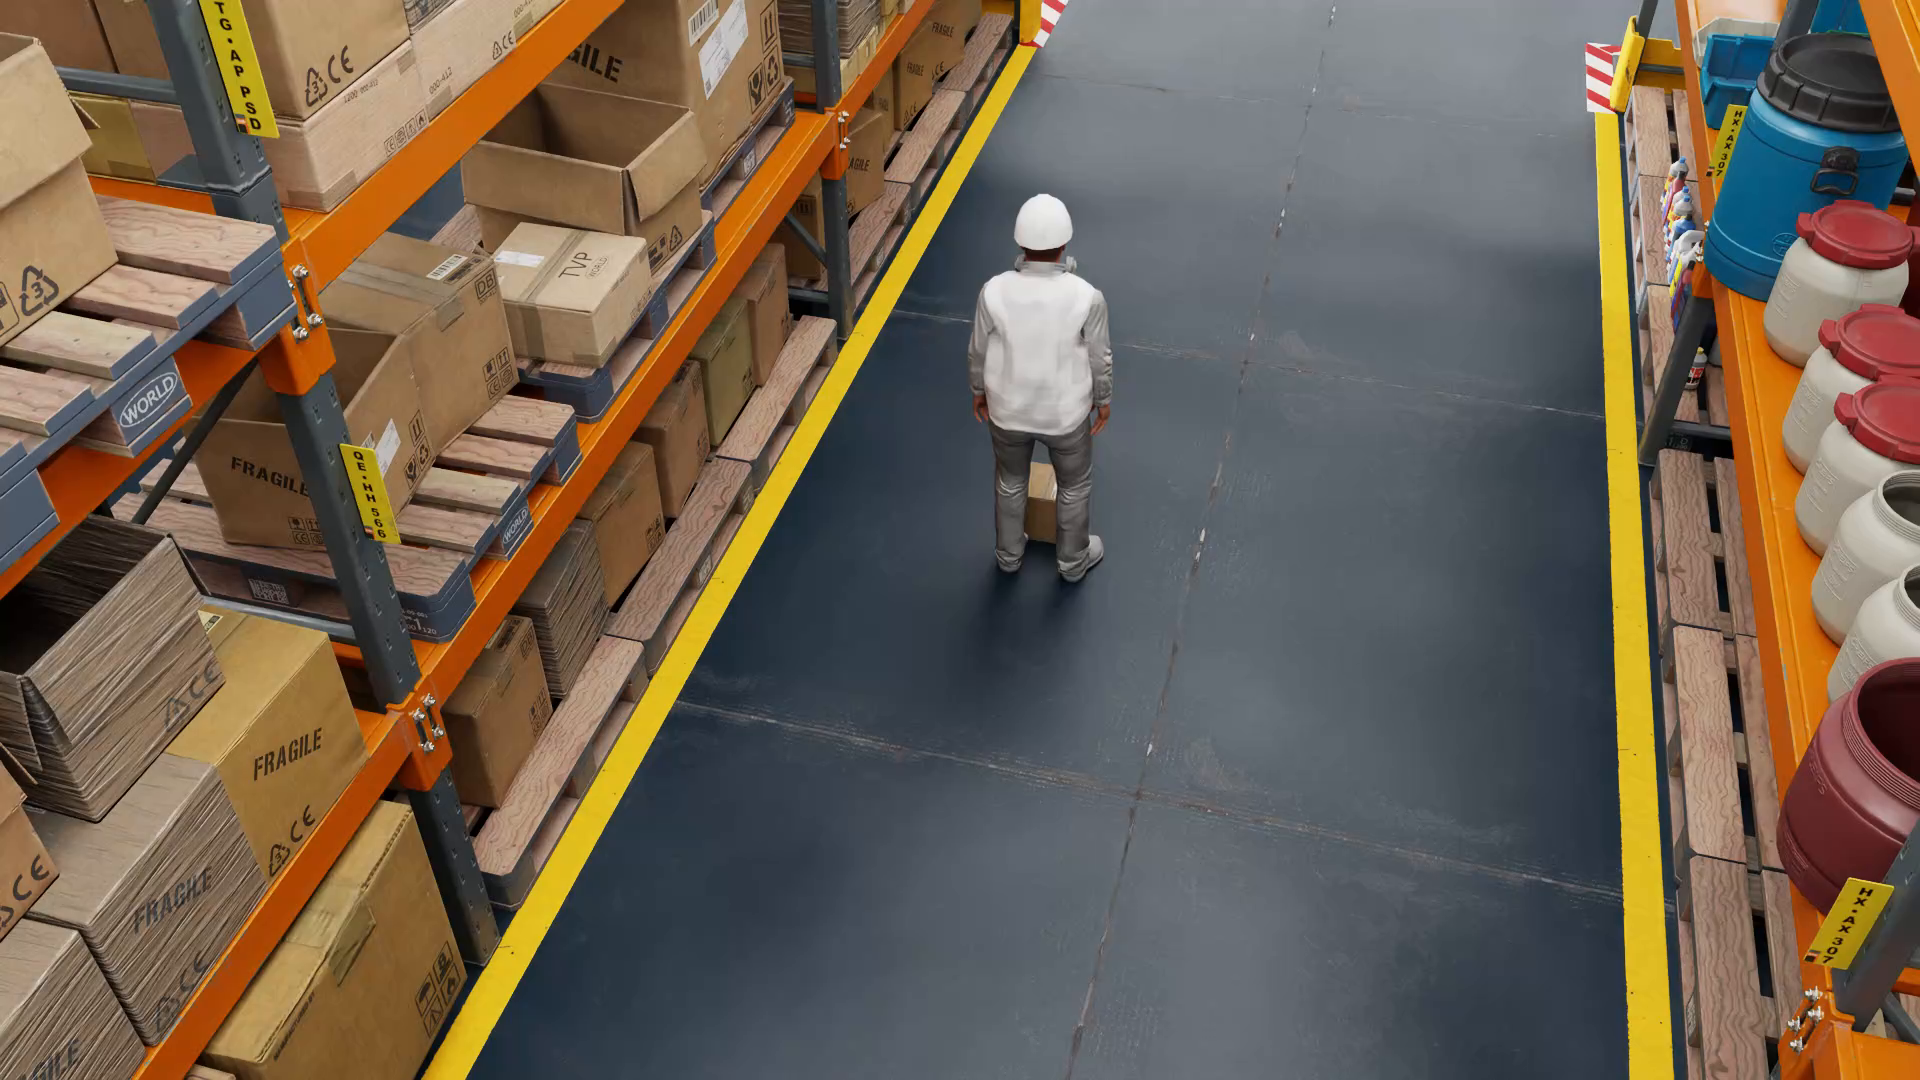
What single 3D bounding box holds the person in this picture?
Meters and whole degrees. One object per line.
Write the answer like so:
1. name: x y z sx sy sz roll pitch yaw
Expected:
1. person: 0.330 -0.577 6.807 0.593 1.771 0.464 8 41 9
